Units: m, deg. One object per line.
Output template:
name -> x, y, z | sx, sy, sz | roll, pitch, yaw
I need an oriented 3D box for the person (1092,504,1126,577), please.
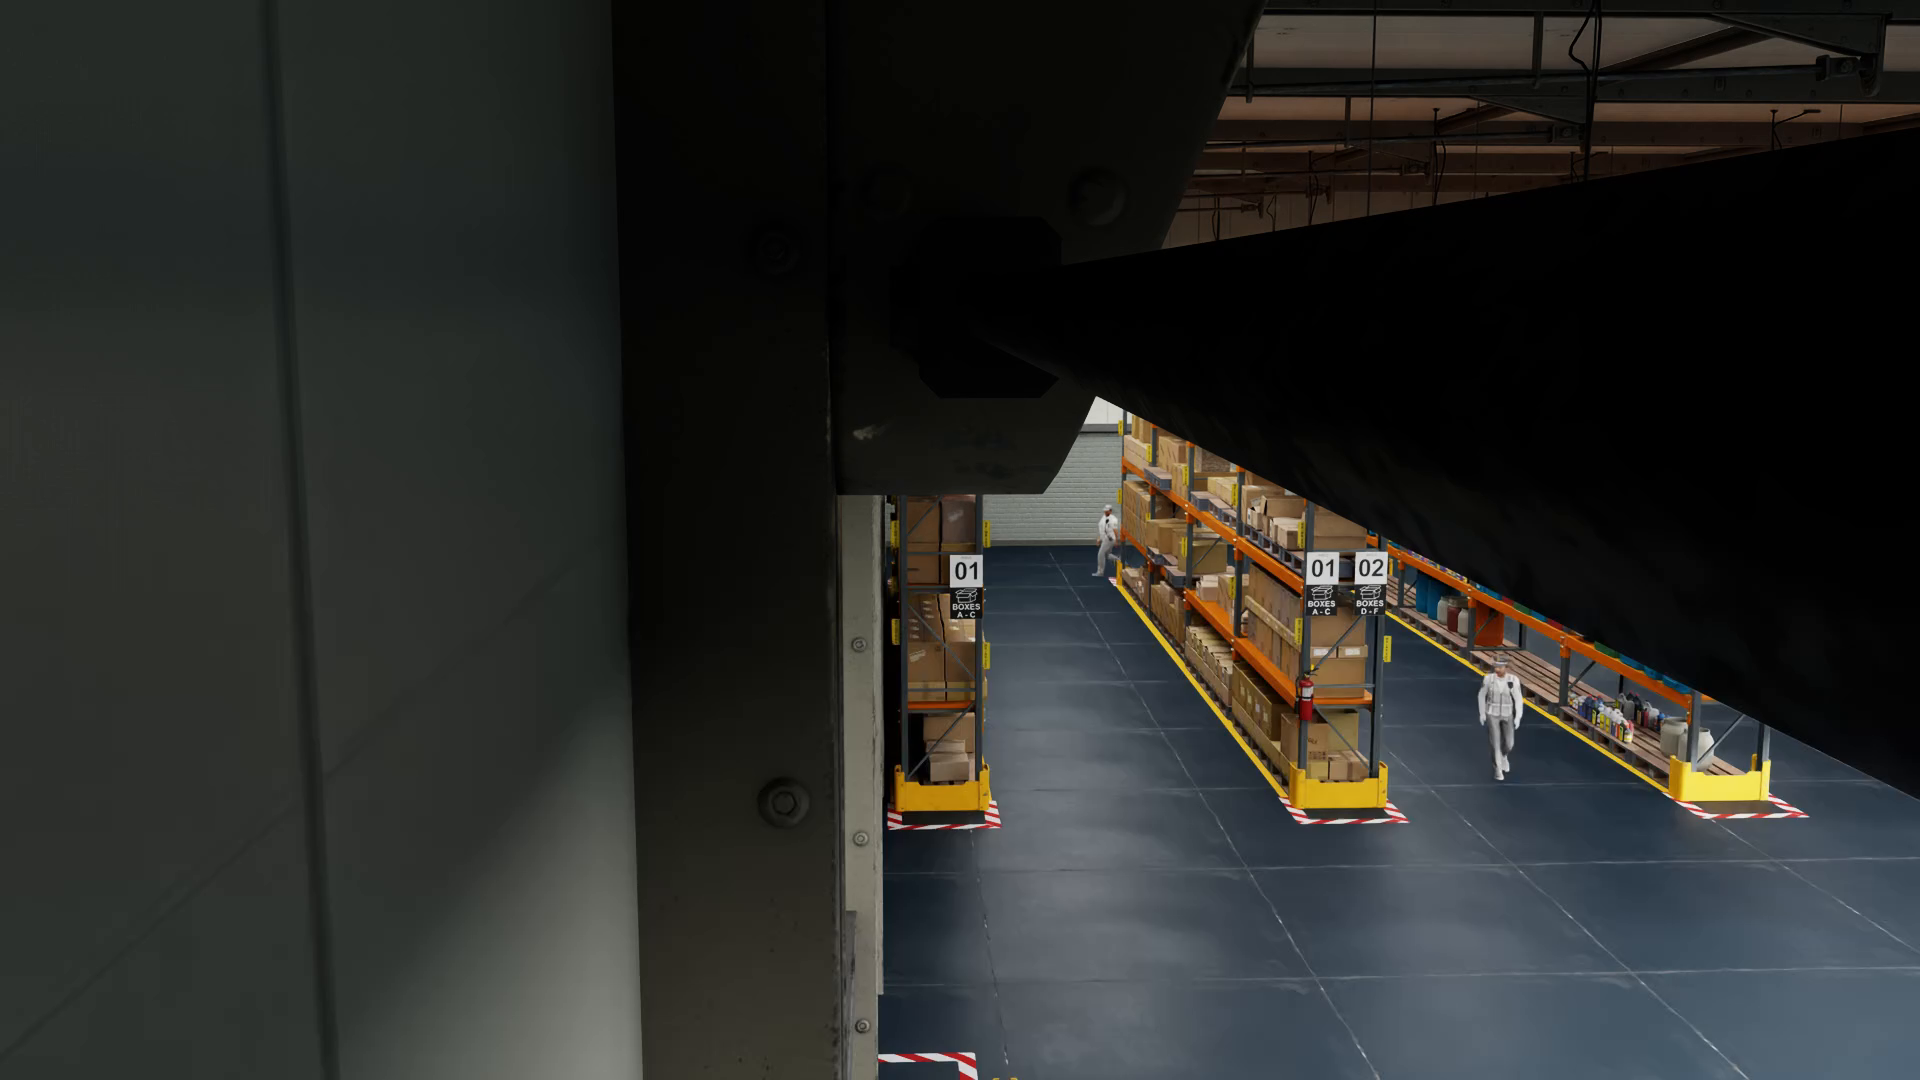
person -> 3.362, -0.001, 37.428 | 0.901, 1.621, 0.480 | -3, 9, -17

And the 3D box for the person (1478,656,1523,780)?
person -> 7.104, 2.309, 21.883 | 0.552, 1.655, 0.480 | 2, 9, 13
